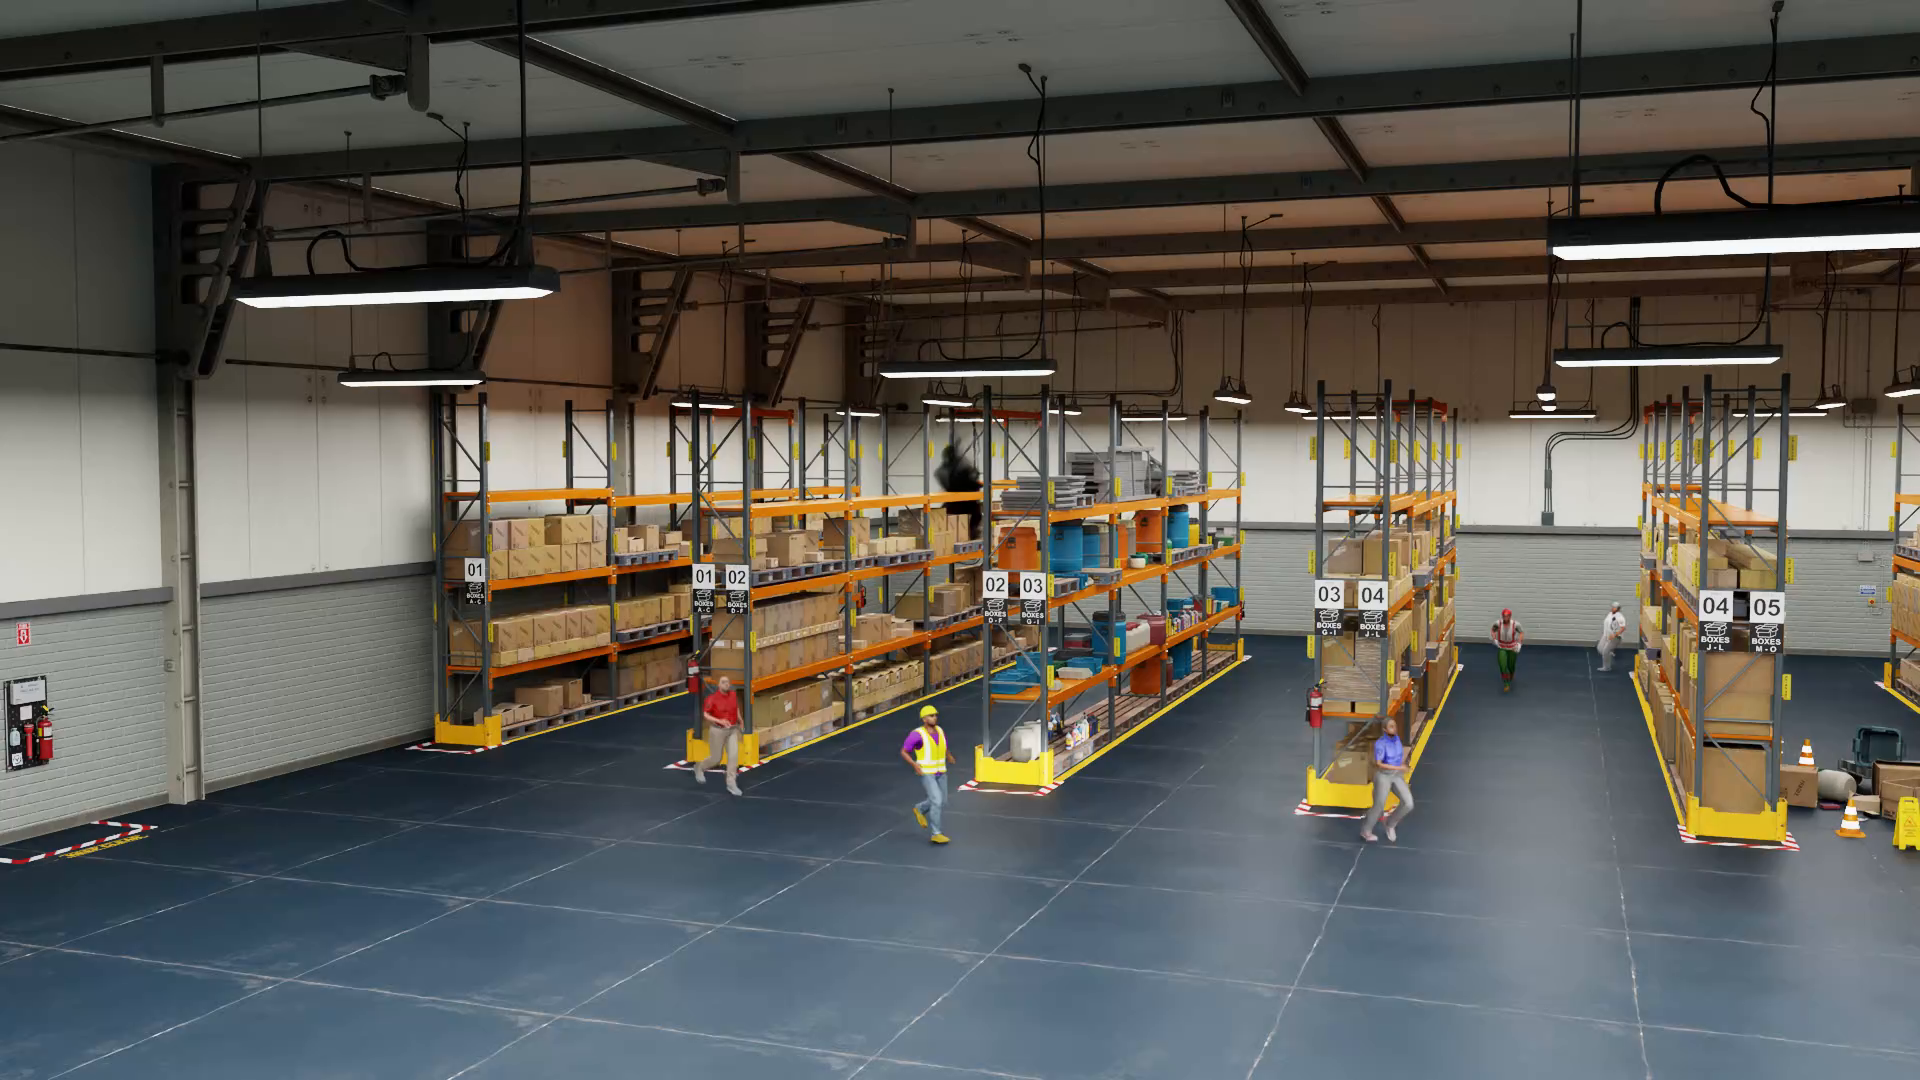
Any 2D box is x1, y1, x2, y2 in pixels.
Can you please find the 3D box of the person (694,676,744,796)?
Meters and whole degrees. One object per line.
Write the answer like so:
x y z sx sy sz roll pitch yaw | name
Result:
-3.511 2.851 24.490 0.672 1.737 0.925 -3 4 -41 | person

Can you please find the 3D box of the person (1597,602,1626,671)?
14.811 2.198 37.772 0.525 1.593 0.648 -1 3 -19 | person

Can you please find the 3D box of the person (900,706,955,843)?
-0.398 2.996 21.428 0.711 1.732 0.795 -3 4 -41 | person

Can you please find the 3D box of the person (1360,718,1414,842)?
5.471 3.054 21.130 0.587 1.597 0.816 -2 3 -28 | person

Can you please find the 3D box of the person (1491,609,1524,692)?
11.511 2.287 34.967 0.650 1.733 0.879 2 3 28 | person
